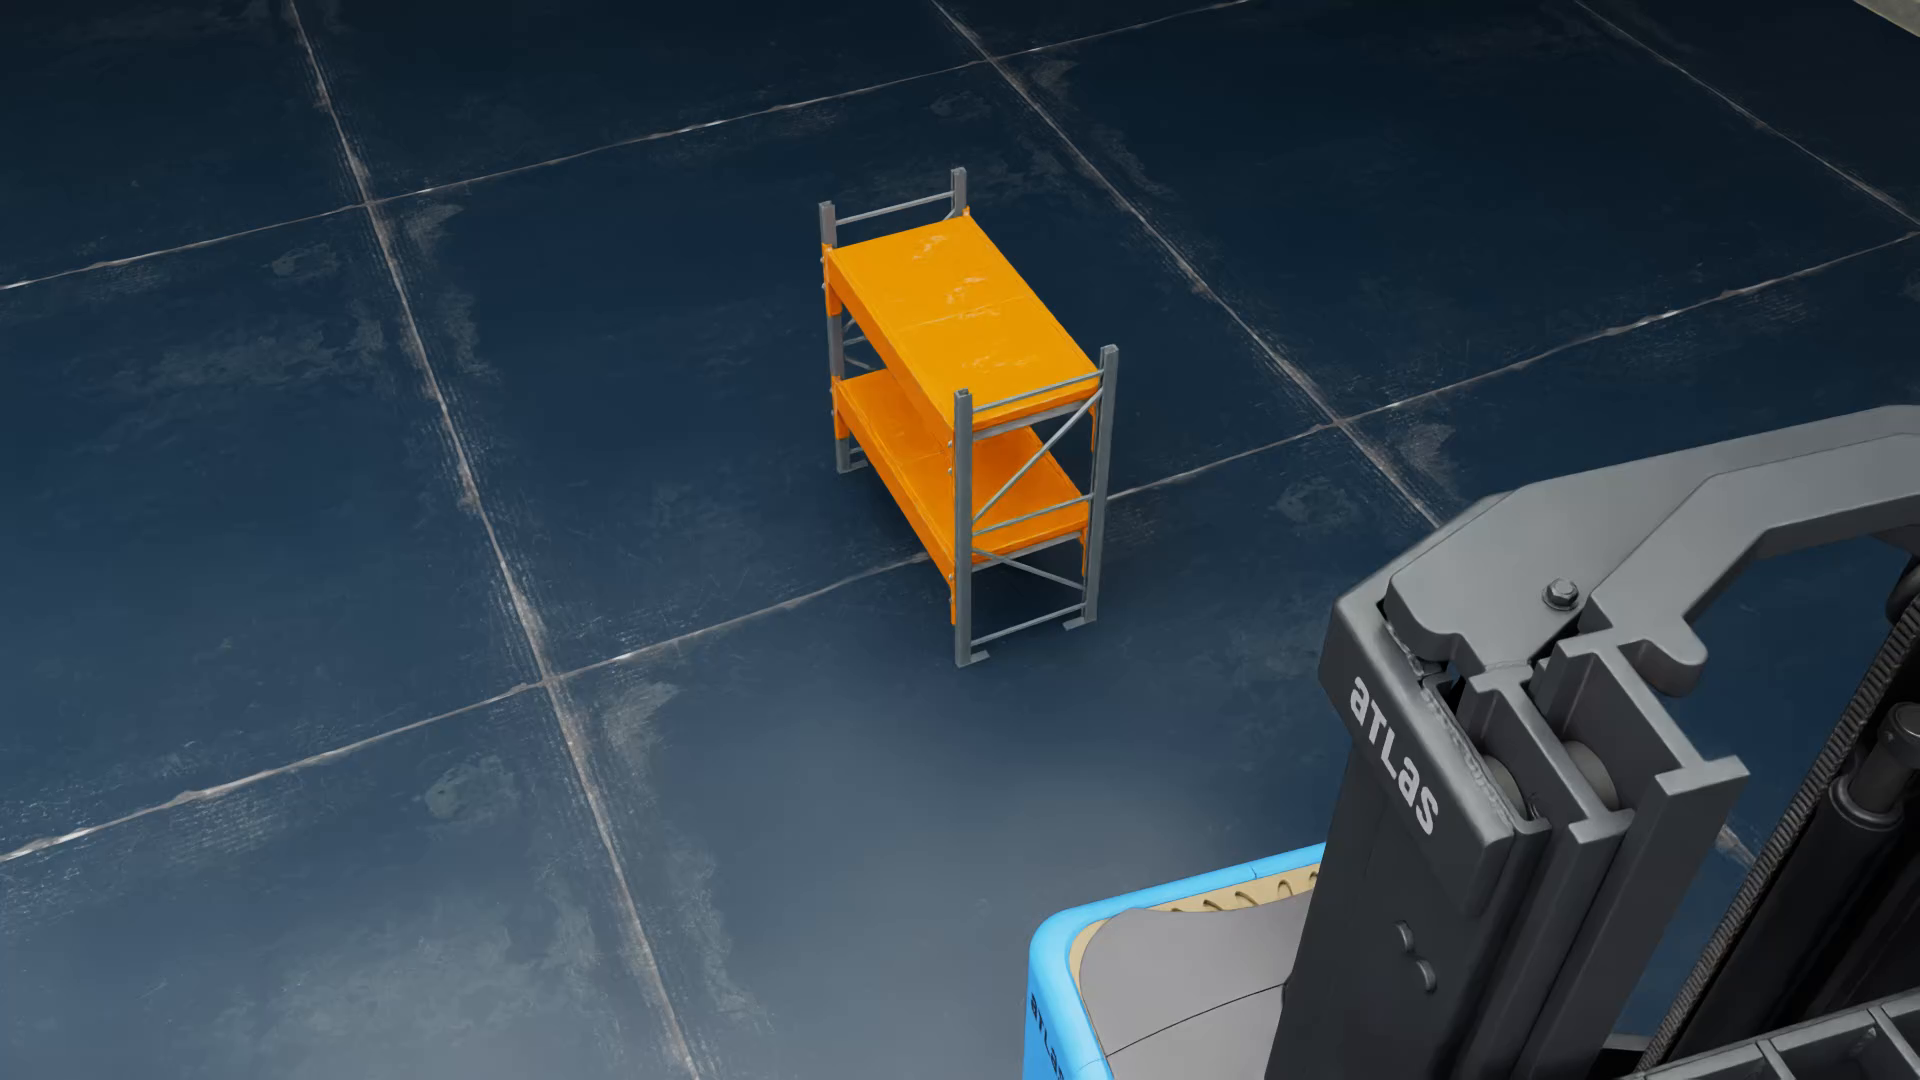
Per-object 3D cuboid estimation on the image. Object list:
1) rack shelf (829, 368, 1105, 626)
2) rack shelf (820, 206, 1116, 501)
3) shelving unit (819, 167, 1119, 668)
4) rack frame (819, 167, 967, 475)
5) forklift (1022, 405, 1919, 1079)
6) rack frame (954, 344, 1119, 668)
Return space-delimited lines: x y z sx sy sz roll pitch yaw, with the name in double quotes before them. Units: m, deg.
"rack shelf" 0.003 -0.222 5.522 0.538 0.278 1.000 -18 47 -17
"rack shelf" 0.003 -0.604 5.145 0.538 0.278 1.000 -18 47 -17
"shelving unit" 0.003 -0.396 5.351 0.538 1.125 1.048 -18 47 -17
"rack frame" -0.211 -0.720 5.679 0.500 1.125 0.032 -18 47 -17
"forklift" 1.035 1.401 2.244 1.130 2.935 3.031 -12 46 -12
"rack frame" 0.217 -0.072 5.022 0.500 1.125 0.032 -18 47 -17
